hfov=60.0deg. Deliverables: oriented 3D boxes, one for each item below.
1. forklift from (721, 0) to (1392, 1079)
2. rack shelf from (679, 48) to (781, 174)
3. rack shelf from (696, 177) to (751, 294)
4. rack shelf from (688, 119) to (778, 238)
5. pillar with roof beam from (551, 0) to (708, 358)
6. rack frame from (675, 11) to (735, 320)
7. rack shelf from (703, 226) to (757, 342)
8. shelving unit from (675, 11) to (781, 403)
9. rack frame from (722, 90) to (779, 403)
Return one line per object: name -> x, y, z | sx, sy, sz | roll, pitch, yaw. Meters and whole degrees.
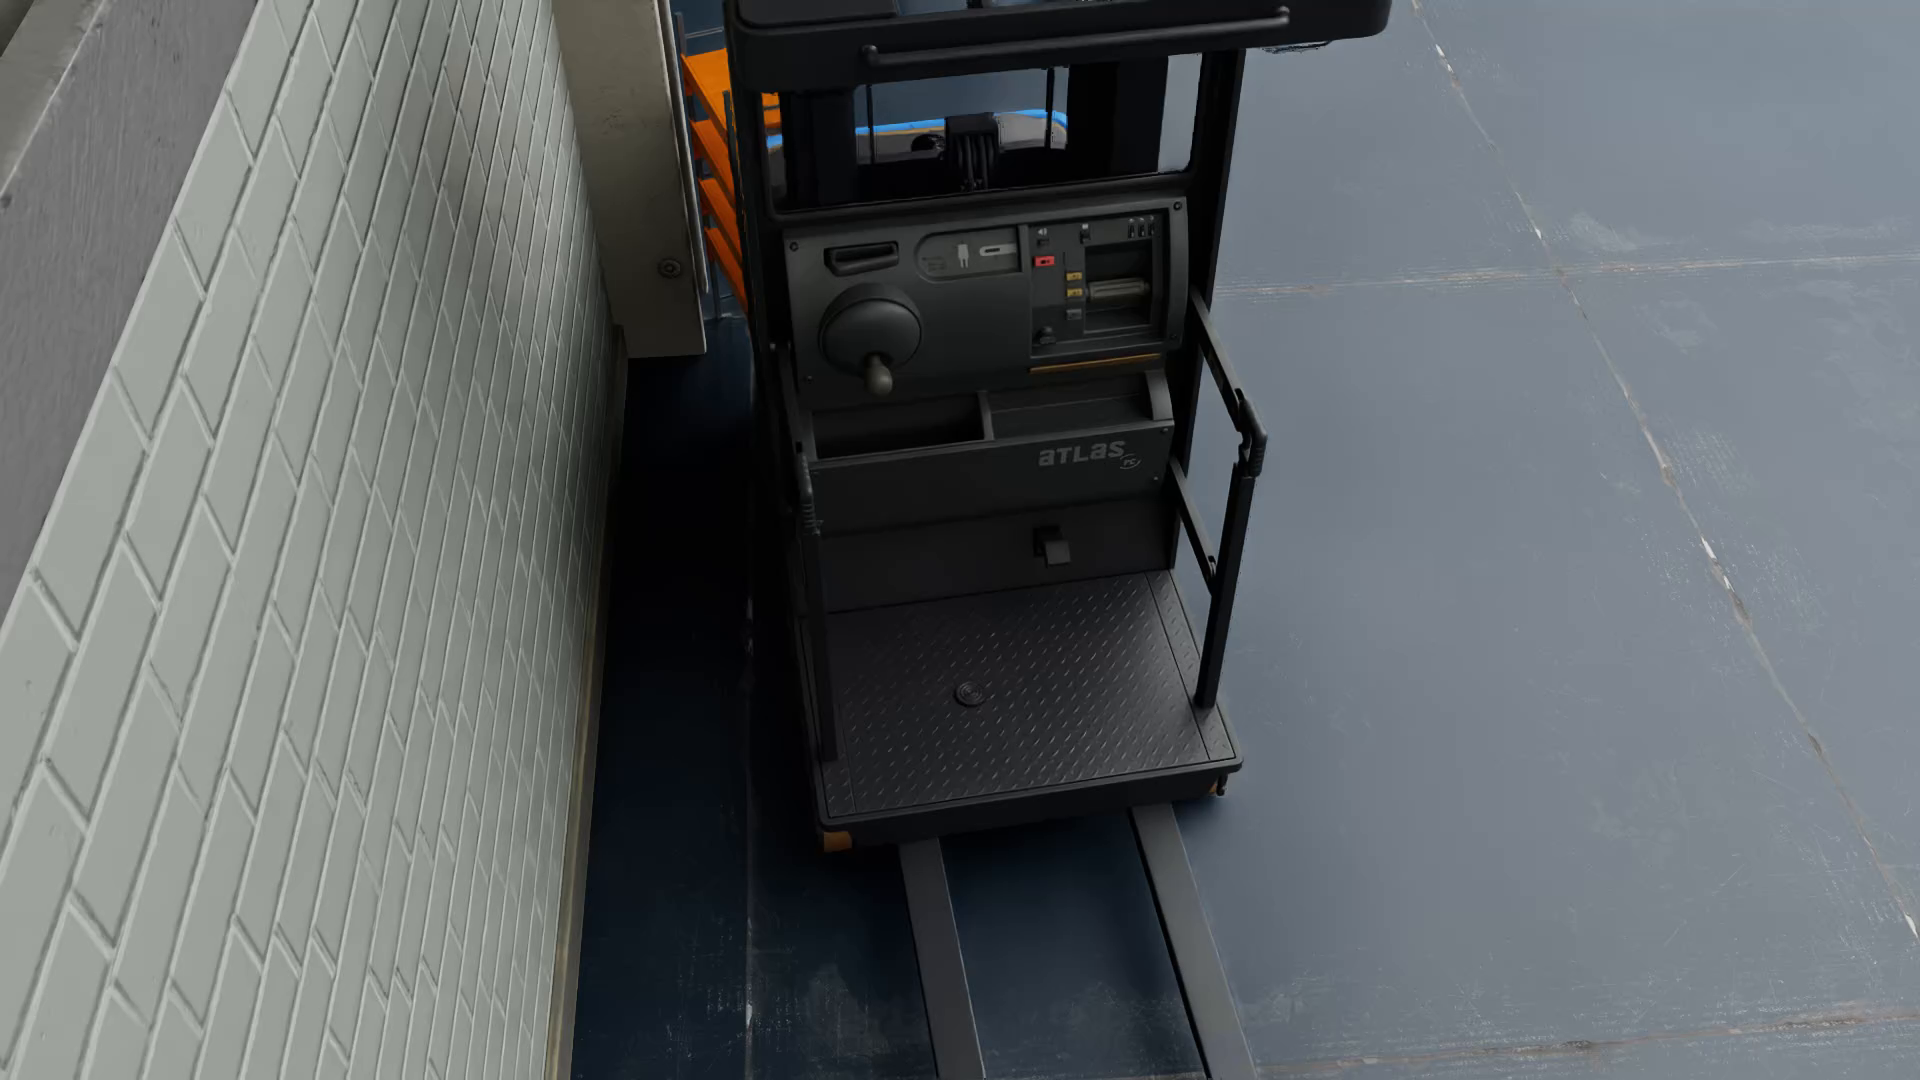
forklift -> 0.108, -0.468, 3.674 | 1.130, 2.935, 3.031 | -7, 47, -7
rack shelf -> -0.674, -1.355, 5.165 | 0.258, 0.148, 0.480 | -17, 49, -16
rack shelf -> -0.674, -1.038, 5.499 | 0.258, 0.148, 0.480 | -17, 49, -16
rack shelf -> -0.674, -1.192, 5.337 | 0.258, 0.148, 0.480 | -17, 49, -16
pillar with roof beam -> 3.222, -4.148, 2.980 | 9.100, 9.000, 0.400 | -3, 47, -3
rack frame -> -0.770, -1.247, 5.605 | 0.240, 1.200, 0.015 | -17, 49, -16
rack shelf -> -0.674, -0.902, 5.644 | 0.258, 0.148, 0.480 | -17, 49, -16
shelving unit -> -0.674, -1.084, 5.451 | 0.258, 1.200, 0.503 | -17, 49, -16
rack frame -> -0.578, -0.922, 5.296 | 0.240, 1.200, 0.015 | -17, 49, -16
